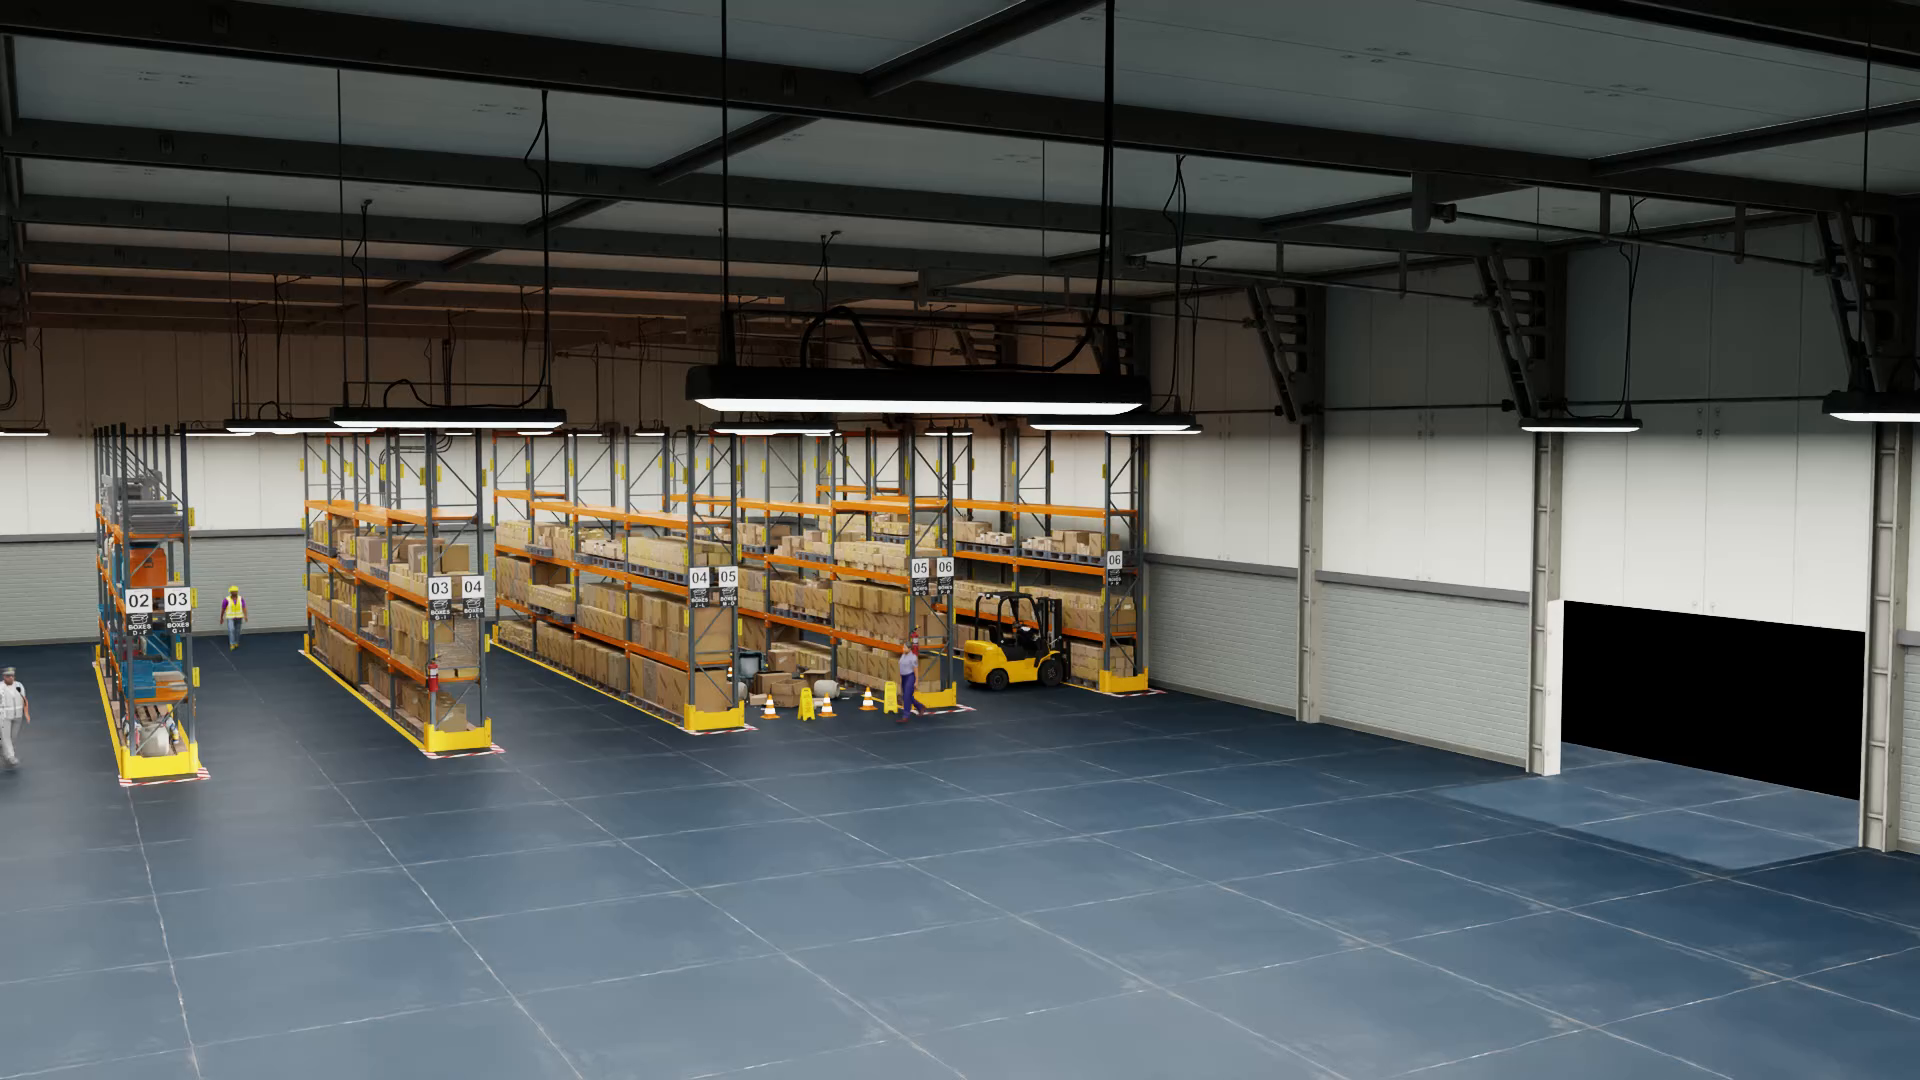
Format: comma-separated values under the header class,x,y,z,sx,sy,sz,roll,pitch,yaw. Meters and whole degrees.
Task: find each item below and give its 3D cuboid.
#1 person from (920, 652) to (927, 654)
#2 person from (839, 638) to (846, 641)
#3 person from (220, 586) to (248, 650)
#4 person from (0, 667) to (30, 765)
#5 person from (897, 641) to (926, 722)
class,x,y,z,sx,sy,sz,roll,pitch,yaw
person,-0.996,2.576,39.688,0.550,1.501,0.755,-2,4,-25
person,-3.360,2.097,47.265,0.354,1.610,0.457,1,4,14
person,-19.734,2.109,45.200,0.660,1.698,1.092,-2,4,-34
person,-16.608,3.078,29.114,1.080,1.707,0.571,2,4,32
person,-0.987,2.859,33.830,0.773,1.624,0.570,-2,4,-30
